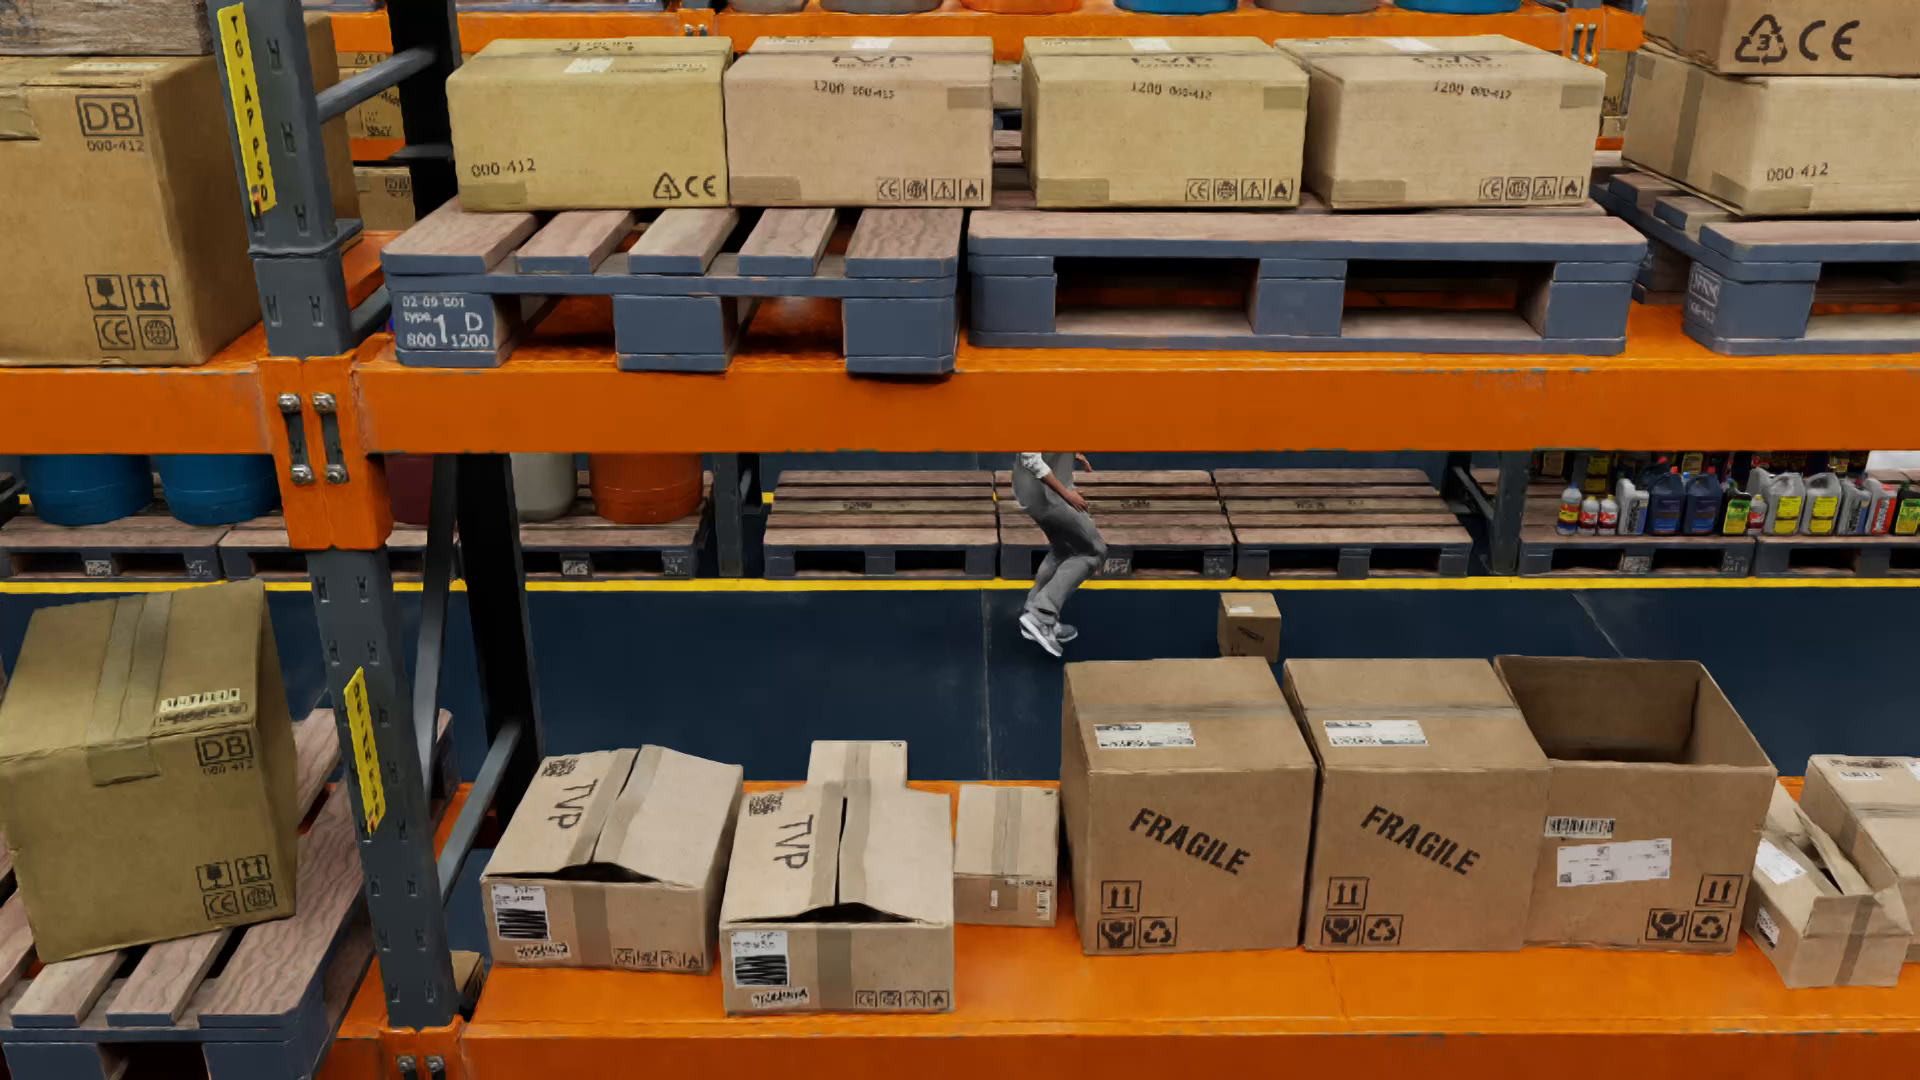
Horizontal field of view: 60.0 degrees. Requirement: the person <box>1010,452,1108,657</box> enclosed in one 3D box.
[{"bbox_3d":[0.443,-0.225,7.652,0.441,1.566,0.584,-4,25,-9],"label":"person"}]
